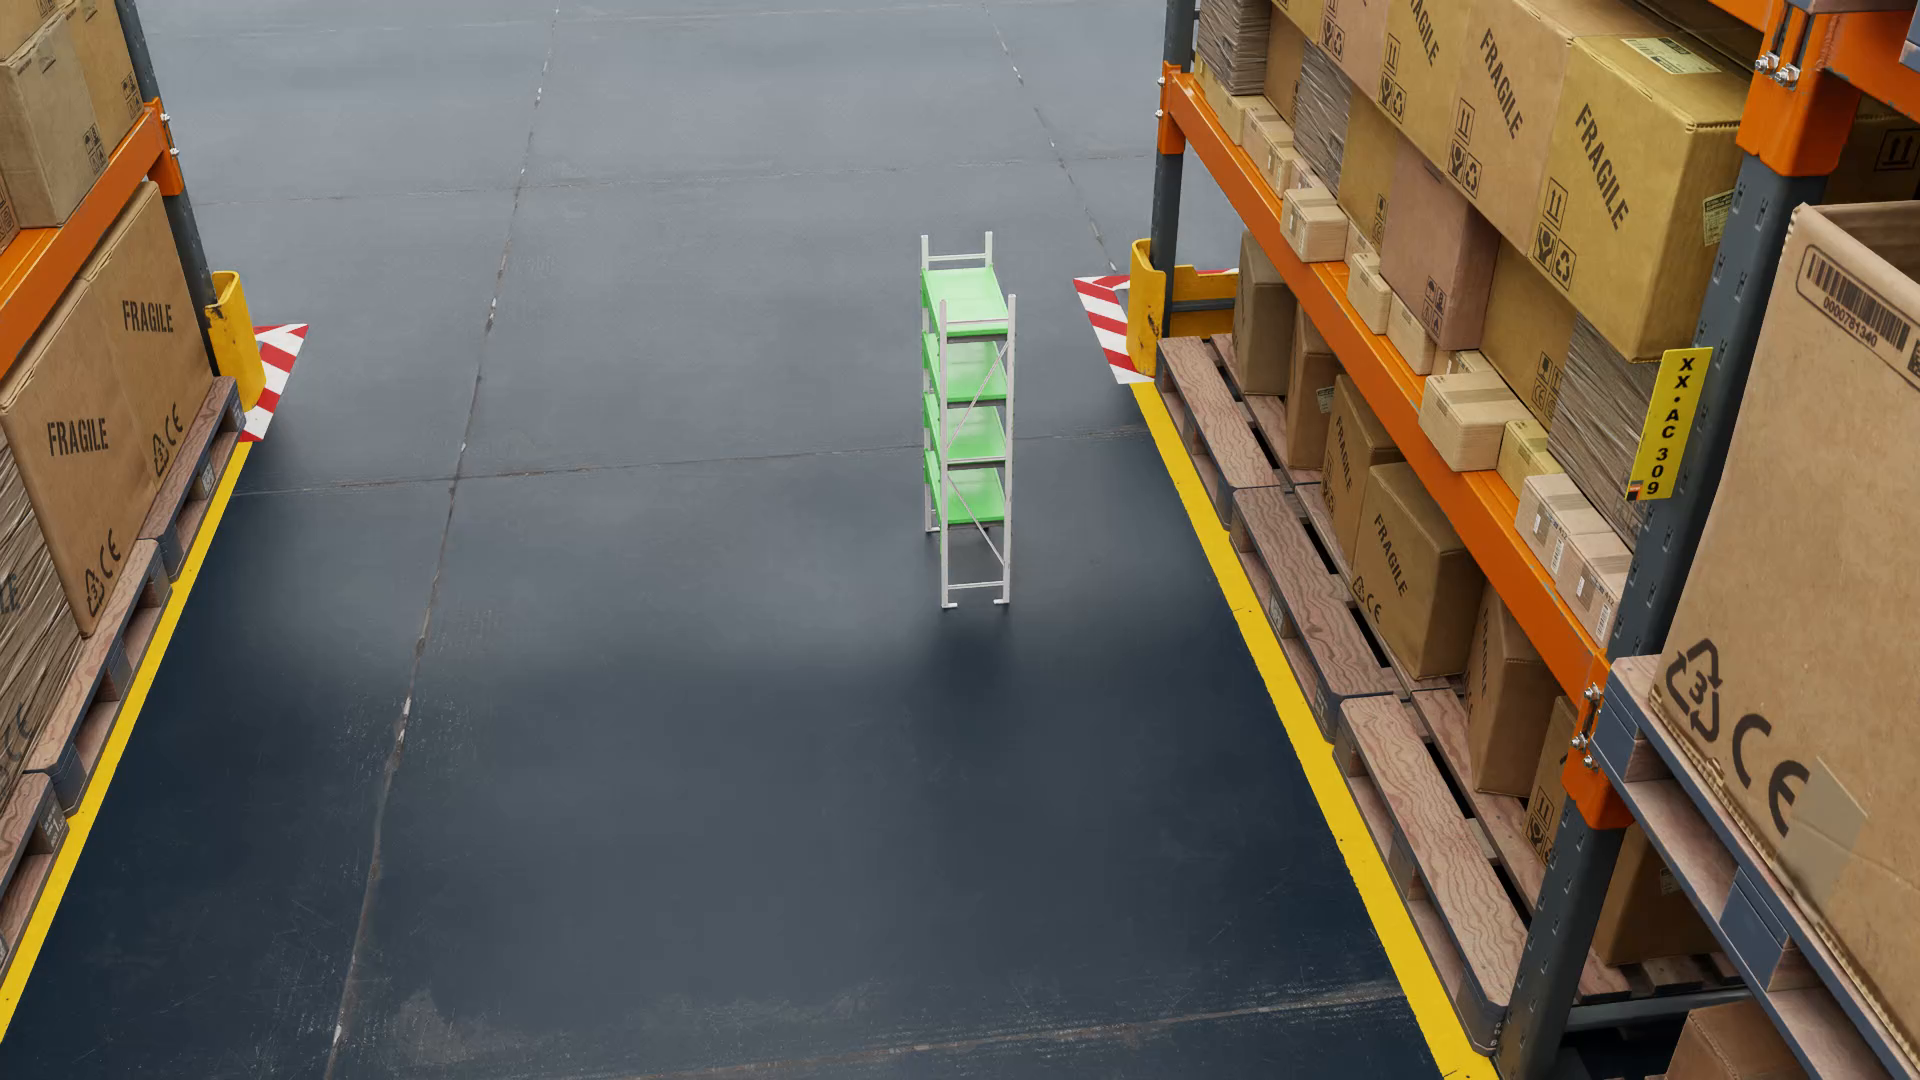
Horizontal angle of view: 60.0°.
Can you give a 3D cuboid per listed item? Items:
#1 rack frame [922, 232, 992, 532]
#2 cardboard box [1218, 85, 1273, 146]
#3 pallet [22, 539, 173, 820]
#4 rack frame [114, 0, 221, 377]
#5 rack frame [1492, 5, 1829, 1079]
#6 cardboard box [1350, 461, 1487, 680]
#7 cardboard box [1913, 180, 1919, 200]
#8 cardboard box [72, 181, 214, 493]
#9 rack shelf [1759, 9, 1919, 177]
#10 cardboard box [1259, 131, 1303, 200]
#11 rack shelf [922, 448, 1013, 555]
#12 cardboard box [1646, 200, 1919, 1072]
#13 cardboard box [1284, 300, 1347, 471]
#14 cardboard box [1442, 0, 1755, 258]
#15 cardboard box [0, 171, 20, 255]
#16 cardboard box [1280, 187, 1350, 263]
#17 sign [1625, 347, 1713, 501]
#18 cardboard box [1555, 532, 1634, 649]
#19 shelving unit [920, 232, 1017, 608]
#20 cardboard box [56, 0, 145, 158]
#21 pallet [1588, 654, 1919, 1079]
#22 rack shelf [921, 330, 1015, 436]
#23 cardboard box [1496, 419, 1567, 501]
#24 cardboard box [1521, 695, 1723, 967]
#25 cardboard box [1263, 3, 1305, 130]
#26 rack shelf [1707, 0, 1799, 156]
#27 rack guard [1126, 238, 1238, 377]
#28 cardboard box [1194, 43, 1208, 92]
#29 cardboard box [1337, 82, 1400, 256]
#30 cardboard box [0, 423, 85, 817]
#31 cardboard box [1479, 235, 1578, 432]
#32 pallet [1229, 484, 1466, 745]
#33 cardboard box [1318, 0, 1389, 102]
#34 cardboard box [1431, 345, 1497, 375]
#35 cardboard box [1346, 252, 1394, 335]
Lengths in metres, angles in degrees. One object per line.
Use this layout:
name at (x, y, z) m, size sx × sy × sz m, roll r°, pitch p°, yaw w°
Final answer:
rack frame at (-0.011, -0.540, 5.976) m, size 0.240 × 1.200 × 0.015 m, roll -4°, pitch 35°, yaw -6°
cardboard box at (1.171, -1.572, 6.116) m, size 0.380 × 0.149 × 0.250 m, roll -4°, pitch 35°, yaw -6°
pallet at (-3.247, 0.457, 5.392) m, size 1.003 × 0.211 × 1.213 m, roll -4°, pitch 35°, yaw -6°
rack frame at (-3.593, -1.815, 6.250) m, size 1.000 × 3.000 × 0.127 m, roll -4°, pitch 35°, yaw -6°
rack frame at (1.873, 0.098, 3.443) m, size 1.000 × 3.000 × 0.127 m, roll -4°, pitch 35°, yaw -6°
cardboard box at (1.613, 0.071, 5.328) m, size 0.500 × 0.500 × 0.500 m, roll -7°, pitch 35°, yaw -11°
cardboard box at (2.065, -0.750, 3.446) m, size 0.500 × 0.500 × 0.500 m, roll -4°, pitch 35°, yaw -6°
cardboard box at (-3.437, -0.737, 6.182) m, size 0.875 × 0.875 × 0.875 m, roll -4°, pitch 34°, yaw -6°
rack shelf at (2.142, 0.272, 1.163) m, size 1.077 × 0.370 × 4.000 m, roll -4°, pitch 35°, yaw -6°
cardboard box at (1.251, -1.294, 5.708) m, size 0.380 × 0.149 × 0.250 m, roll -4°, pitch 35°, yaw -6°
rack shelf at (0.022, -0.152, 5.948) m, size 0.258 × 0.148 × 0.480 m, roll -4°, pitch 35°, yaw -6°
cardboard box at (1.841, 0.130, 2.490) m, size 1.000 × 1.000 × 1.000 m, roll -4°, pitch 34°, yaw -6°
cardboard box at (1.517, -0.594, 6.305) m, size 0.500 × 0.500 × 0.500 m, roll 4°, pitch 35°, yaw 6°
cardboard box at (1.471, -0.989, 3.797) m, size 0.500 × 0.500 × 0.500 m, roll -4°, pitch 35°, yaw -6°
cardboard box at (-3.452, -1.046, 4.988) m, size 0.875 × 0.550 × 0.550 m, roll -4°, pitch 35°, yaw -6°
cardboard box at (1.243, -1.009, 5.290) m, size 0.380 × 0.149 × 0.250 m, roll -4°, pitch 35°, yaw -6°
sign at (1.337, -0.215, 3.133) m, size 0.100 × 0.325 × 0.005 m, roll -4°, pitch 35°, yaw -6°
cardboard box at (1.553, 0.104, 3.657) m, size 0.380 × 0.149 × 0.250 m, roll -4°, pitch 35°, yaw -6°
shelving unit at (0.022, -0.403, 5.777) m, size 0.258 × 1.200 × 0.503 m, roll -4°, pitch 35°, yaw -6°
cardboard box at (-3.498, -1.673, 5.909) m, size 0.875 × 0.550 × 0.550 m, roll -4°, pitch 35°, yaw -6°
pallet at (1.832, 0.615, 2.855) m, size 1.003 × 0.211 × 1.213 m, roll -4°, pitch 35°, yaw -6°
rack shelf at (0.022, -0.549, 5.677) m, size 0.258 × 0.148 × 0.480 m, roll -4°, pitch 35°, yaw -6°
cardboard box at (1.555, -0.180, 4.074) m, size 0.380 × 0.149 × 0.250 m, roll -4°, pitch 35°, yaw -6°
cardboard box at (1.859, 0.731, 4.361) m, size 0.500 × 0.500 × 0.500 m, roll -5°, pitch 35°, yaw -8°
cardboard box at (1.568, -1.720, 5.757) m, size 0.875 × 0.500 × 0.500 m, roll -4°, pitch 35°, yaw -6°
rack shelf at (1.604, -1.961, 4.439) m, size 1.077 × 0.370 × 4.000 m, roll -4°, pitch 35°, yaw -6°
rack guard at (1.345, -1.059, 7.360) m, size 1.175 × 0.500 × 0.348 m, roll -4°, pitch 35°, yaw -6°
cardboard box at (1.137, -1.853, 6.529) m, size 0.380 × 0.149 × 0.250 m, roll -4°, pitch 35°, yaw -6°
cardboard box at (1.648, -1.158, 4.932) m, size 0.875 × 0.500 × 0.500 m, roll -4°, pitch 35°, yaw -6°
cardboard box at (-3.196, 0.262, 4.715) m, size 0.875 × 0.875 × 0.875 m, roll -4°, pitch 34°, yaw -6°
cardboard box at (1.842, -0.604, 4.120) m, size 0.875 × 0.500 × 0.500 m, roll -4°, pitch 35°, yaw -6°
pallet at (1.580, 0.196, 5.775) m, size 1.003 × 0.211 × 1.213 m, roll -4°, pitch 35°, yaw -6°
cardboard box at (1.341, -1.547, 4.616) m, size 0.500 × 0.500 × 0.500 m, roll -4°, pitch 35°, yaw -6°
cardboard box at (1.508, -0.461, 4.486) m, size 0.380 × 0.149 × 0.250 m, roll -4°, pitch 35°, yaw -6°
cardboard box at (1.366, -0.734, 4.887) m, size 0.380 × 0.149 × 0.250 m, roll -4°, pitch 35°, yaw -6°
